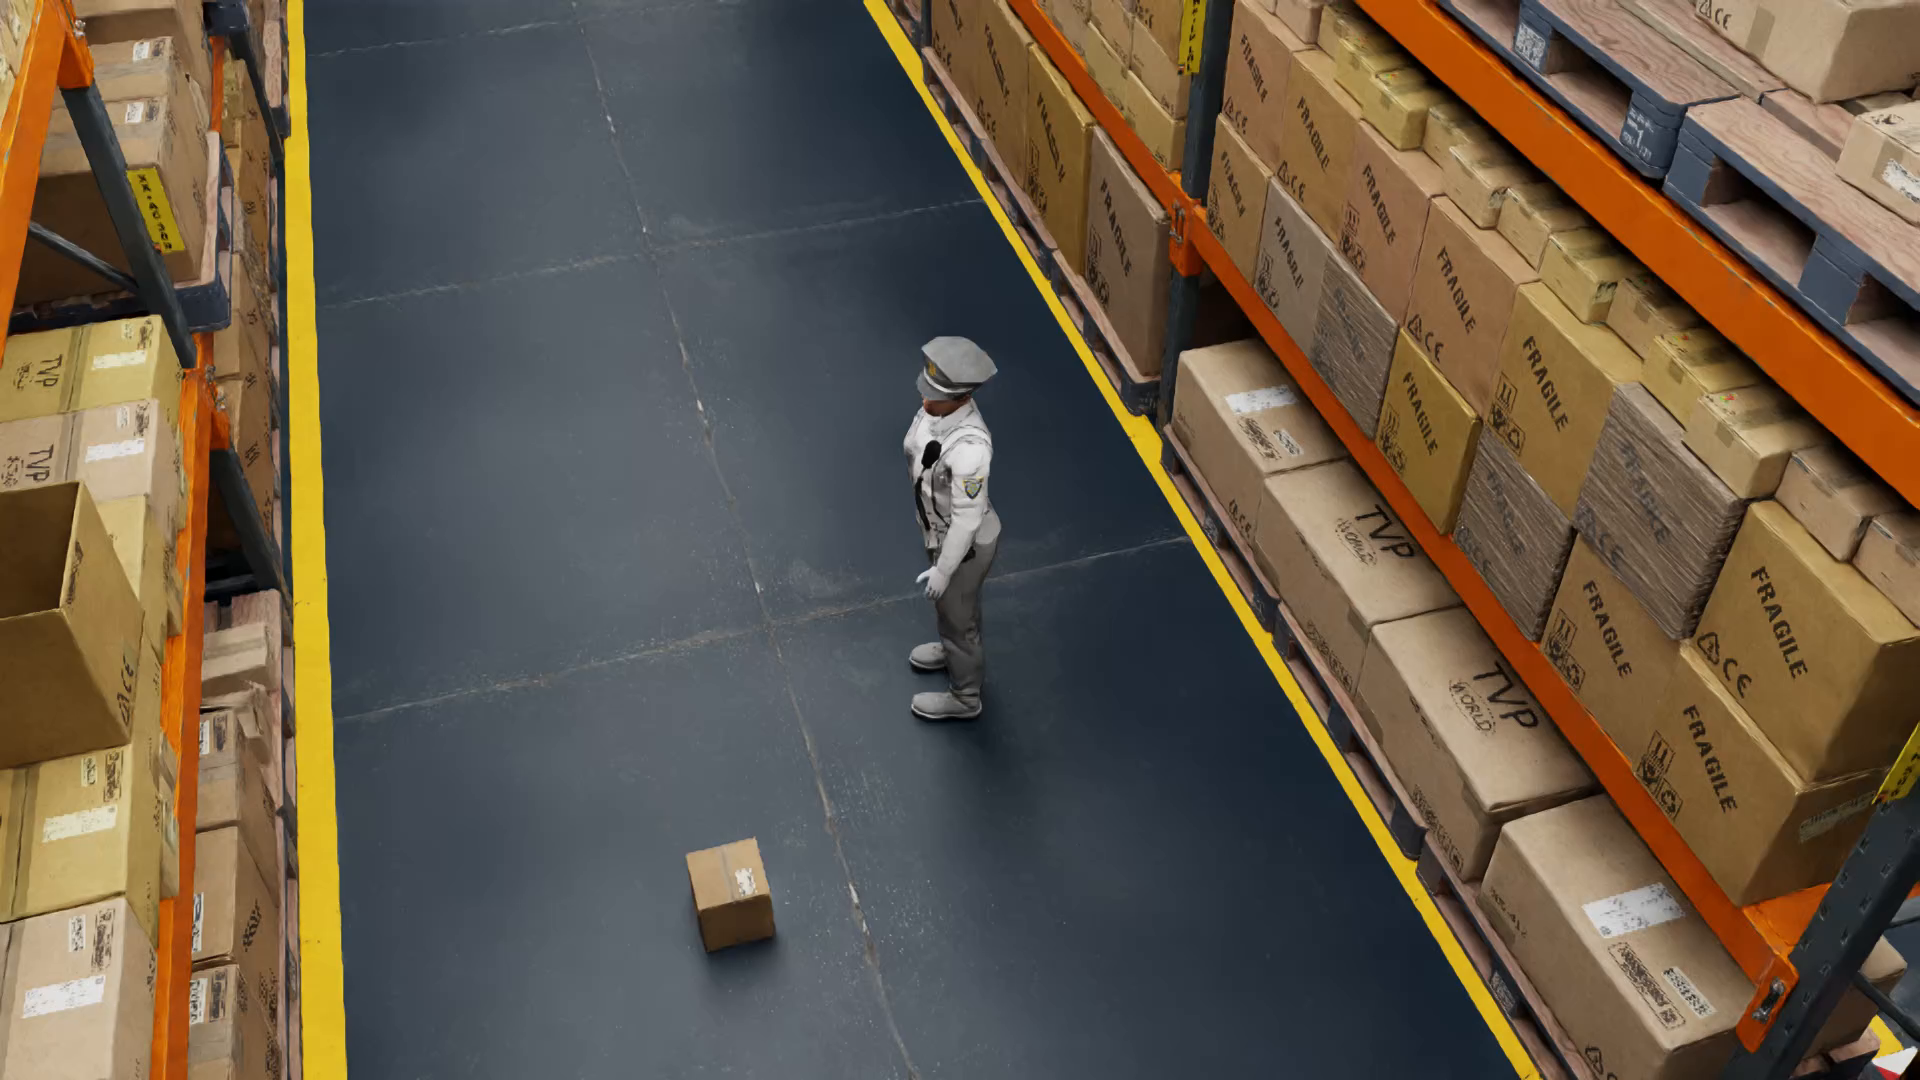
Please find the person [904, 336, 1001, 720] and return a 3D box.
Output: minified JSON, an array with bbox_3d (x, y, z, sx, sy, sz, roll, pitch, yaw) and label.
[{"bbox_3d":[-0.044,-0.020,6.143,0.345,1.685,0.506,-9,43,-9],"label":"person"}]
